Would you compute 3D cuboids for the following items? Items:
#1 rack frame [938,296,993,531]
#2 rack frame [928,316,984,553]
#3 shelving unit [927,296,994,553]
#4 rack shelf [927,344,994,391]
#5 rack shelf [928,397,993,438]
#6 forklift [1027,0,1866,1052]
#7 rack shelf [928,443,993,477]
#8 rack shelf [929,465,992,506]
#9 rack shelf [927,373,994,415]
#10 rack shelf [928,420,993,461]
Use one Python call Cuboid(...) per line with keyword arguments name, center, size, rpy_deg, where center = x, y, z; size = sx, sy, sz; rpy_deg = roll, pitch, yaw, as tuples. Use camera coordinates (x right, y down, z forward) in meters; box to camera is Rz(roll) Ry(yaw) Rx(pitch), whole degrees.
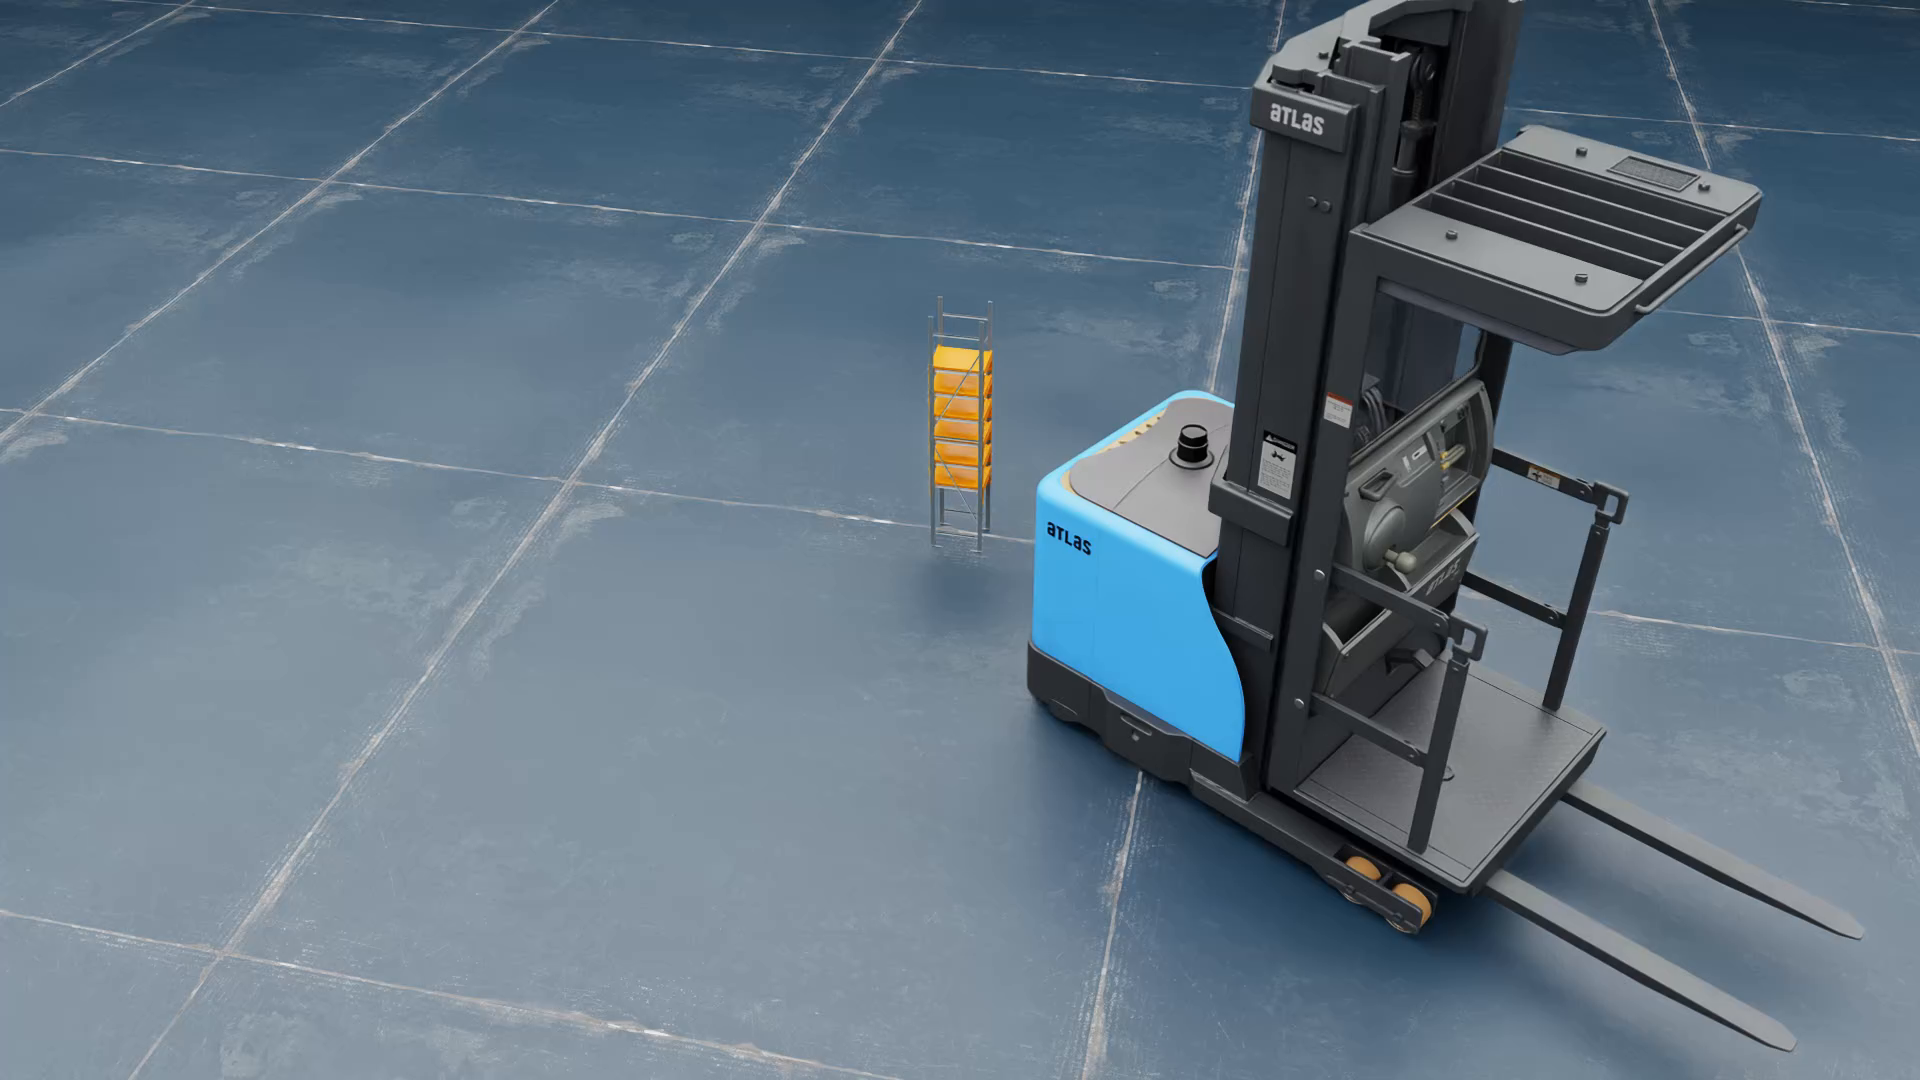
Cuboid(name="rack frame", center=(0.023, -0.547, 7.482), size=(0.240, 1.200, 0.006), rpy_deg=(7, 37, 10))
Cuboid(name="rack frame", center=(-0.016, -0.442, 7.337), size=(0.240, 1.200, 0.006), rpy_deg=(7, 37, 10))
Cuboid(name="shelving unit", center=(0.003, -0.494, 7.409), size=(0.258, 1.200, 0.189), rpy_deg=(7, 37, 10))
Cuboid(name="rack shelf", center=(0.003, -0.750, 7.224), size=(0.258, 0.103, 0.180), rpy_deg=(7, 37, 10))
Cuboid(name="rack shelf", center=(0.003, -0.555, 7.365), size=(0.258, 0.103, 0.180), rpy_deg=(7, 37, 10))
Cuboid(name="forklift", center=(1.698, -0.159, 5.472), size=(3.031, 2.935, 1.130), rpy_deg=(28, 45, 33))
Cuboid(name="rack shelf", center=(0.003, -0.361, 7.506), size=(0.258, 0.103, 0.180), rpy_deg=(7, 37, 10))
Cuboid(name="rack shelf", center=(0.003, -0.264, 7.576), size=(0.258, 0.103, 0.180), rpy_deg=(7, 37, 10))
Cuboid(name="rack shelf", center=(0.003, -0.652, 7.295), size=(0.258, 0.103, 0.180), rpy_deg=(7, 37, 10))
Cuboid(name="rack shelf", center=(0.003, -0.458, 7.435), size=(0.258, 0.103, 0.180), rpy_deg=(7, 37, 10))
